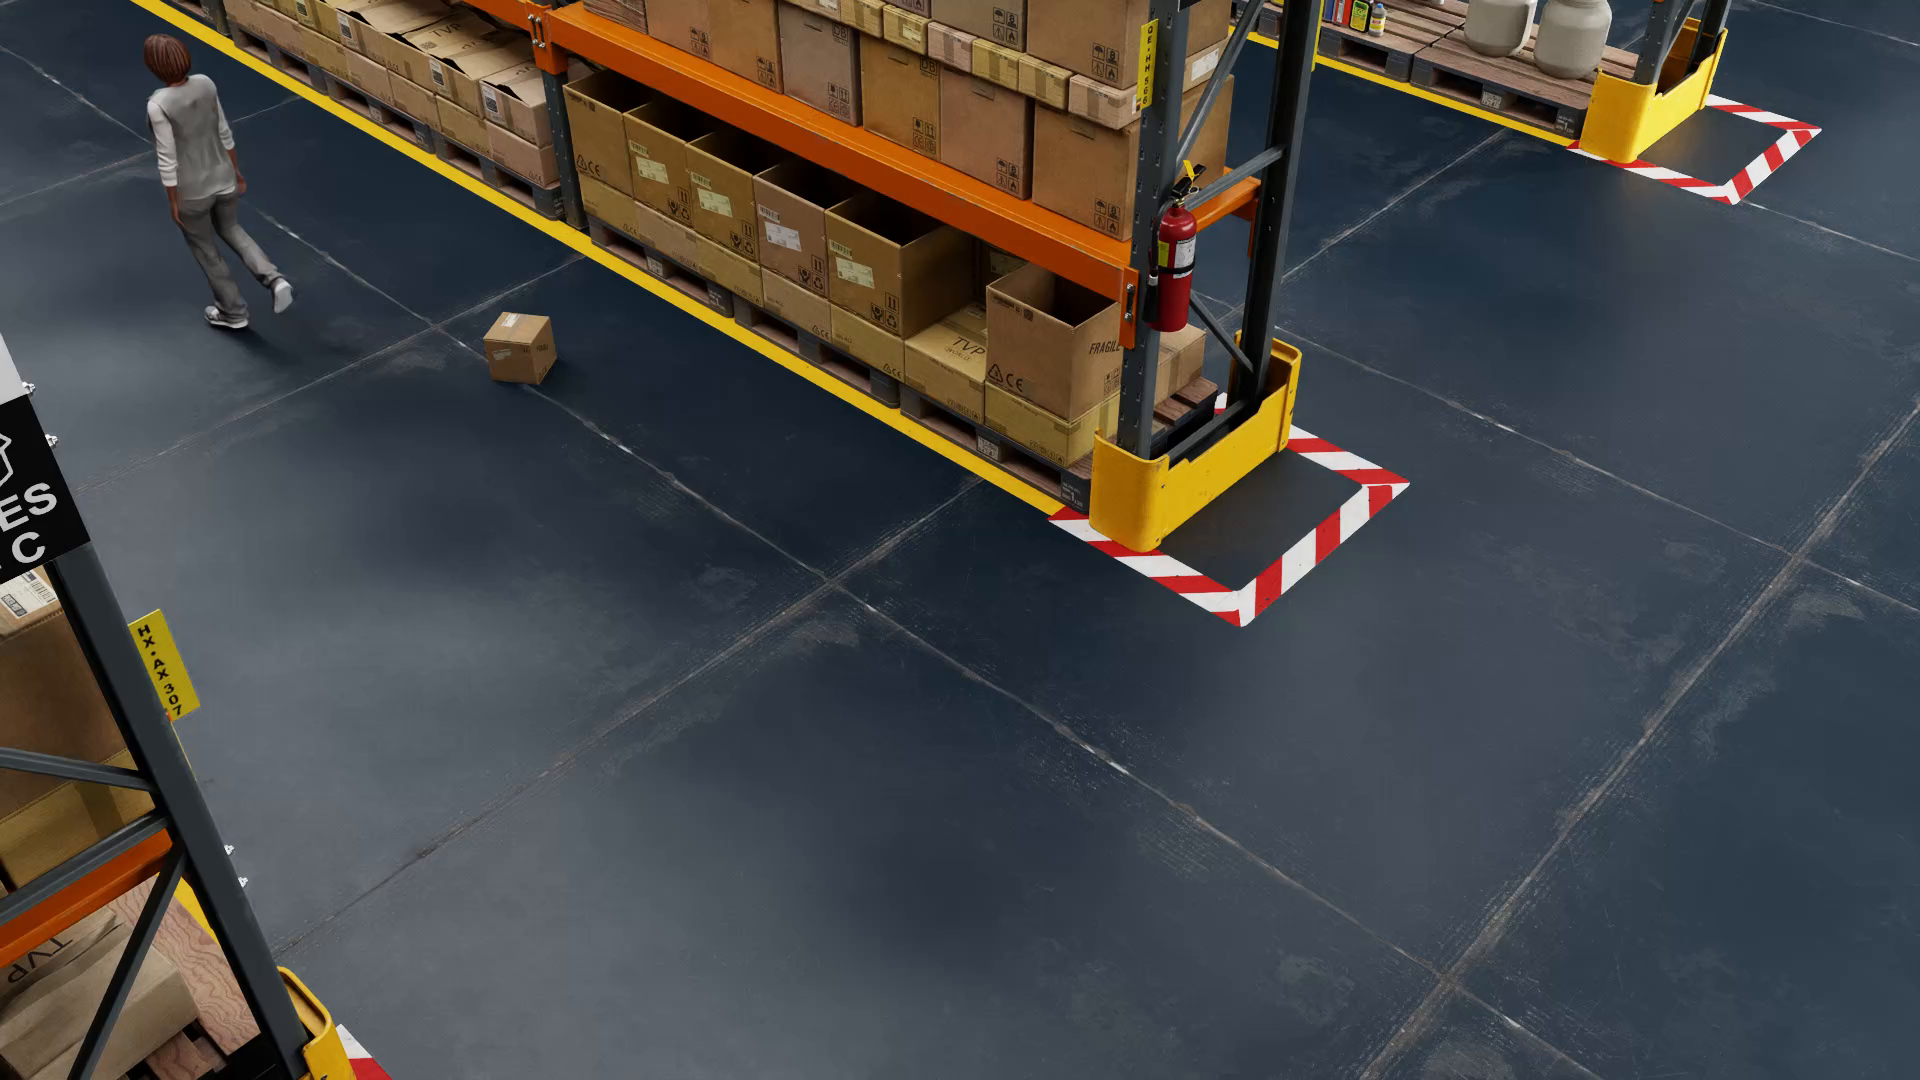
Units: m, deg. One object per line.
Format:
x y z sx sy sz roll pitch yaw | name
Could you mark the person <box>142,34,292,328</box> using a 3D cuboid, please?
-3.697 -1.737 8.210 0.562 1.588 0.436 20 44 22 | person
